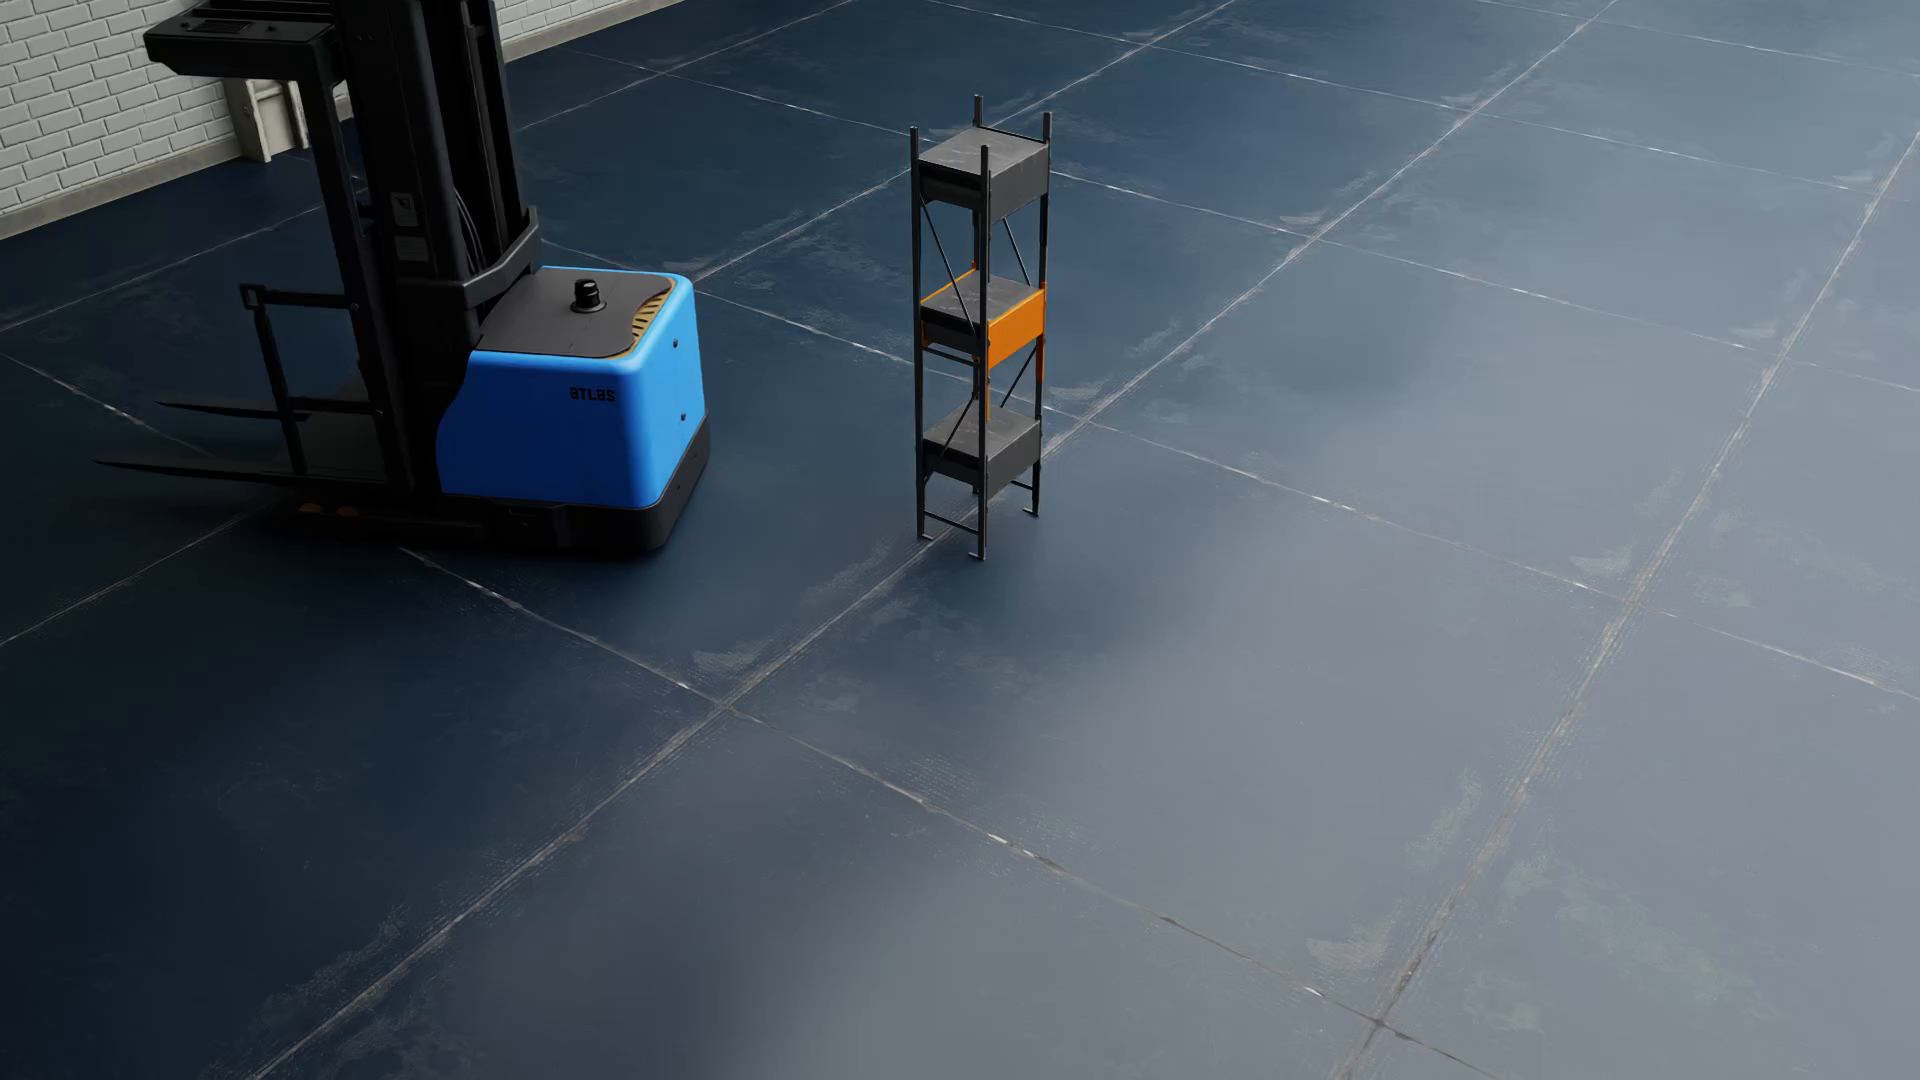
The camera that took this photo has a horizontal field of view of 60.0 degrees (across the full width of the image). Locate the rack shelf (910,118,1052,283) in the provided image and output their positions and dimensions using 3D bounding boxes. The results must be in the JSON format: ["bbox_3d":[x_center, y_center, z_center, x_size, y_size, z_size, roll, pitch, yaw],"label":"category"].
[{"bbox_3d":[0.094,-1.515,7.390,0.431,0.518,0.480,21,39,28],"label":"rack shelf"}]

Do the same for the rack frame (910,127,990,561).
[{"bbox_3d":[-0.045,-0.834,7.608,0.400,2.100,0.015,21,39,28],"label":"rack frame"}]

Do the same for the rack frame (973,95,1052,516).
[{"bbox_3d":[0.234,-1.058,7.940,0.400,2.100,0.015,21,39,28],"label":"rack frame"}]

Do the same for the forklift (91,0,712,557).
[{"bbox_3d":[-2.877,-1.502,7.855,3.031,2.935,1.130,5,34,7],"label":"forklift"}]

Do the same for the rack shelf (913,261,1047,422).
[{"bbox_3d":[0.094,-0.935,7.782,0.431,0.518,0.480,21,39,28],"label":"rack shelf"}]

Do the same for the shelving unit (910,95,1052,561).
[{"bbox_3d":[0.094,-0.946,7.774,0.431,2.100,0.503,21,39,28],"label":"shelving unit"}]

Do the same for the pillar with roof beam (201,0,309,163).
[{"bbox_3d":[-1.664,-5.309,8.068,9.100,9.000,0.400,21,39,28],"label":"pillar with roof beam"}]

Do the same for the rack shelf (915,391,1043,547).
[{"bbox_3d":[0.094,-0.355,8.174,0.431,0.518,0.480,21,39,28],"label":"rack shelf"}]
